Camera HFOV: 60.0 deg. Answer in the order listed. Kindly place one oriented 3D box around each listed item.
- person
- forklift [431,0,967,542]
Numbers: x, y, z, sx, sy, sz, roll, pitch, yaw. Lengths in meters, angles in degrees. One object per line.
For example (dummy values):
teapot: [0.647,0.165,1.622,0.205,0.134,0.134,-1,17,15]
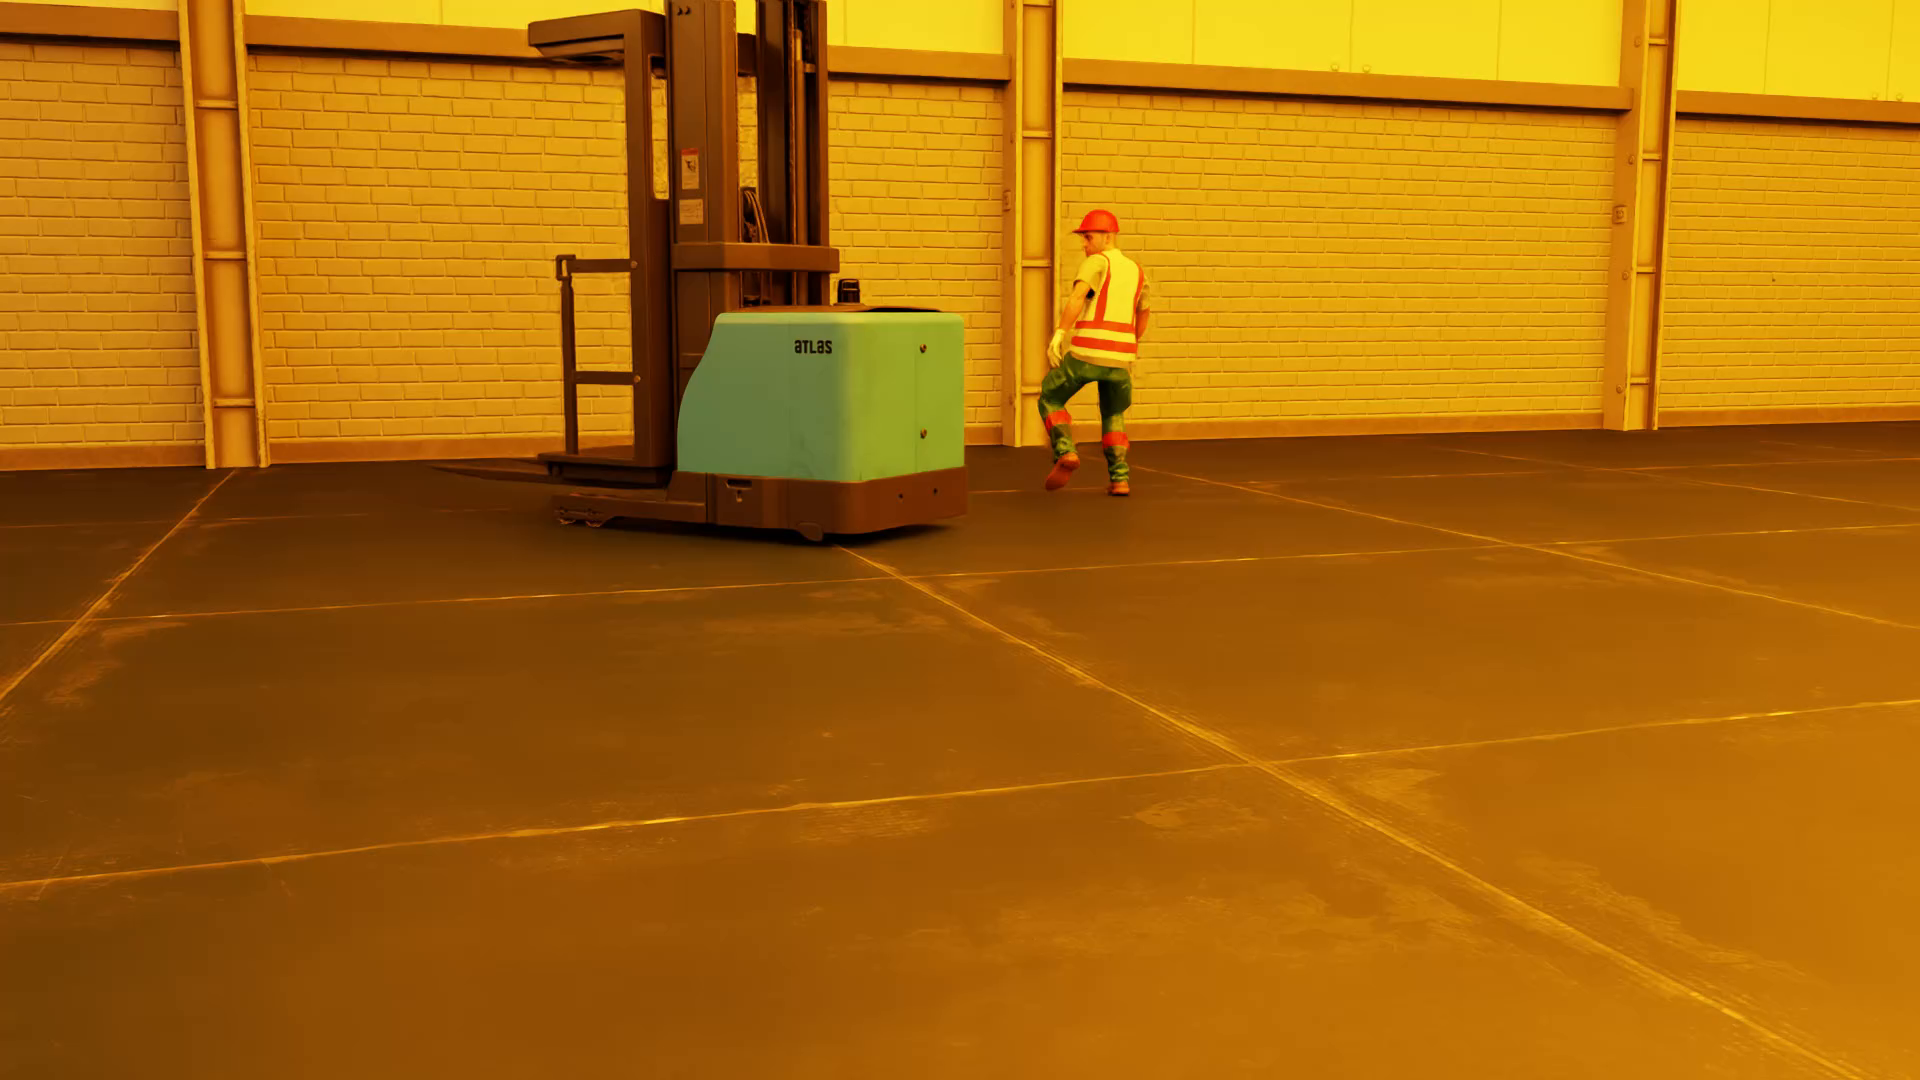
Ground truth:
person: [0.780,-1.093,9.787,0.831,1.676,0.621,-4,9,-25]
forklift: [-1.485,-1.569,8.583,3.031,2.935,1.130,5,9,32]
